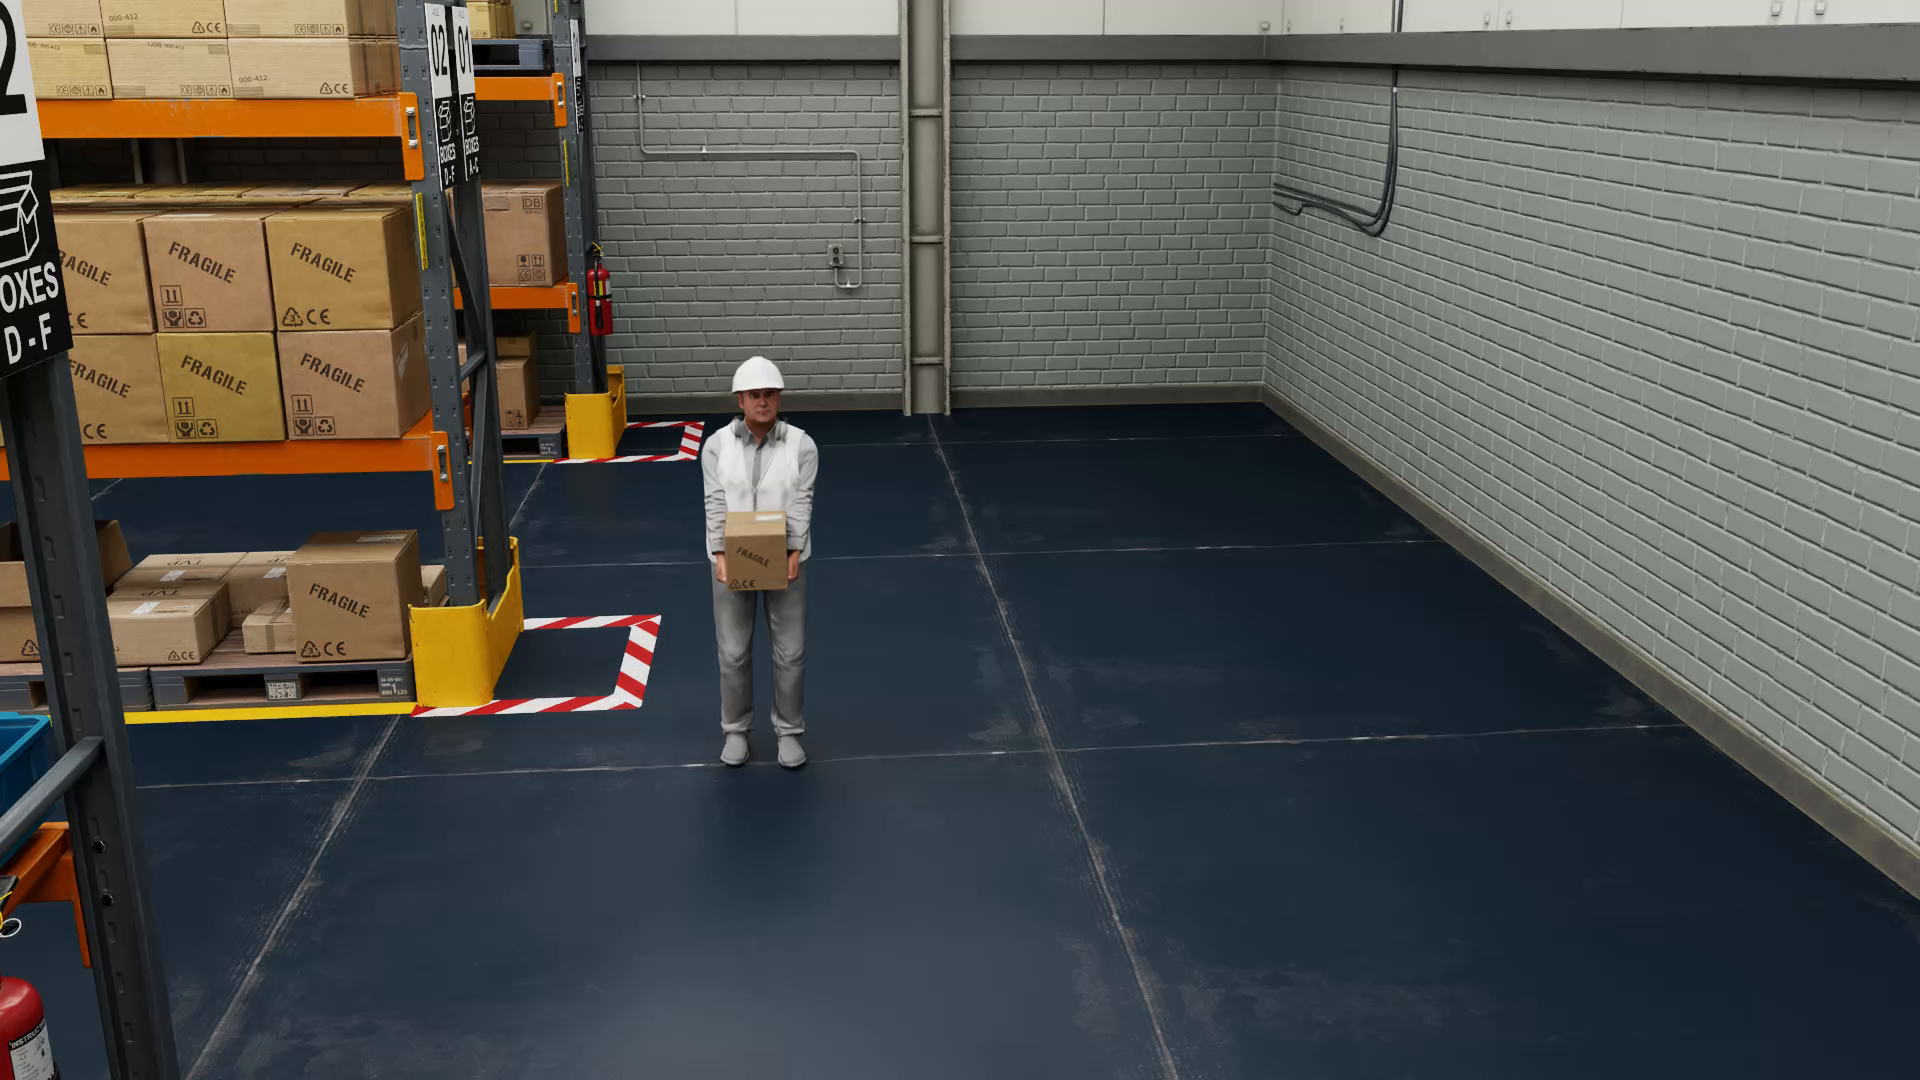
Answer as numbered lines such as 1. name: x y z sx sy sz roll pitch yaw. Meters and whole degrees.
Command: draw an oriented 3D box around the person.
1. person: -0.841 0.117 7.111 0.495 1.768 0.546 -2 17 -5
